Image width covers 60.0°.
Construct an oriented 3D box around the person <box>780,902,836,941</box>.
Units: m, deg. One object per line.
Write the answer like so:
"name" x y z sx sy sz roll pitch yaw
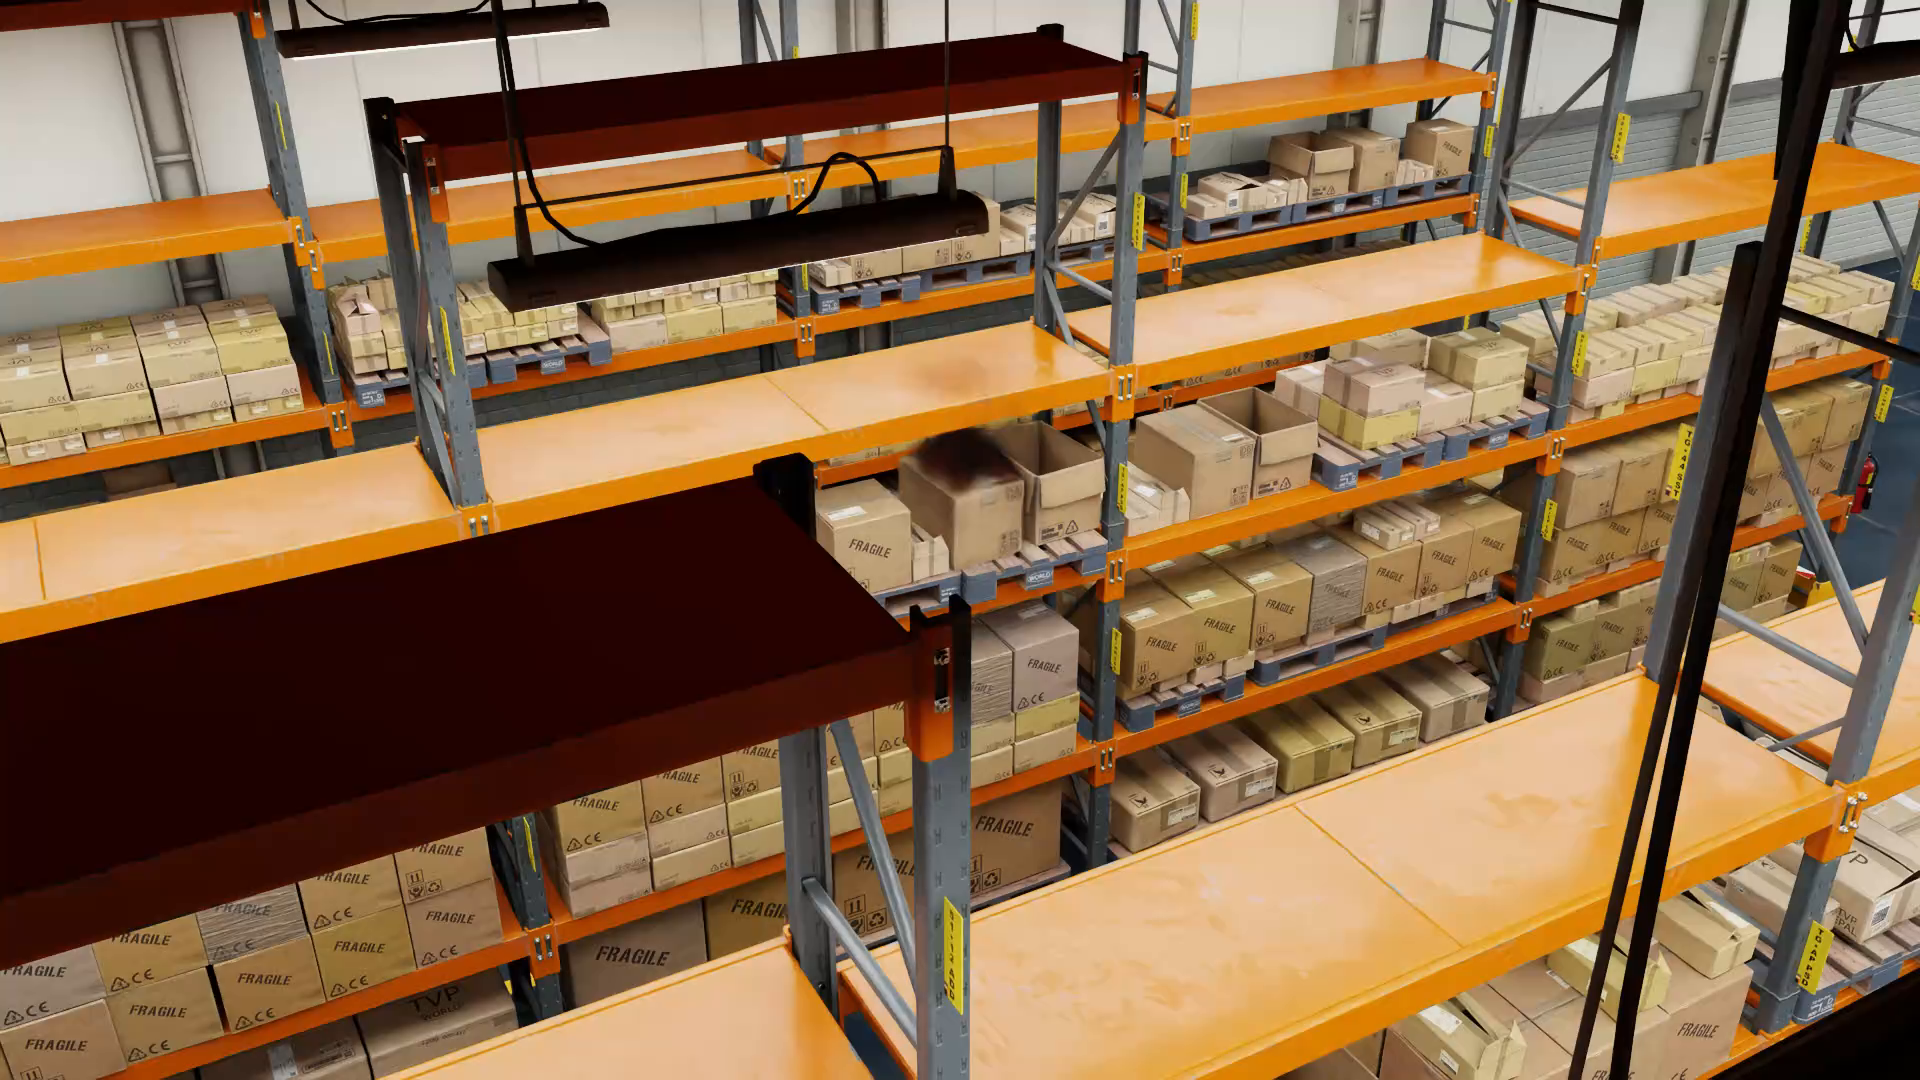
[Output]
"person" -0.896 2.763 9.738 0.405 1.663 0.505 20 34 33
